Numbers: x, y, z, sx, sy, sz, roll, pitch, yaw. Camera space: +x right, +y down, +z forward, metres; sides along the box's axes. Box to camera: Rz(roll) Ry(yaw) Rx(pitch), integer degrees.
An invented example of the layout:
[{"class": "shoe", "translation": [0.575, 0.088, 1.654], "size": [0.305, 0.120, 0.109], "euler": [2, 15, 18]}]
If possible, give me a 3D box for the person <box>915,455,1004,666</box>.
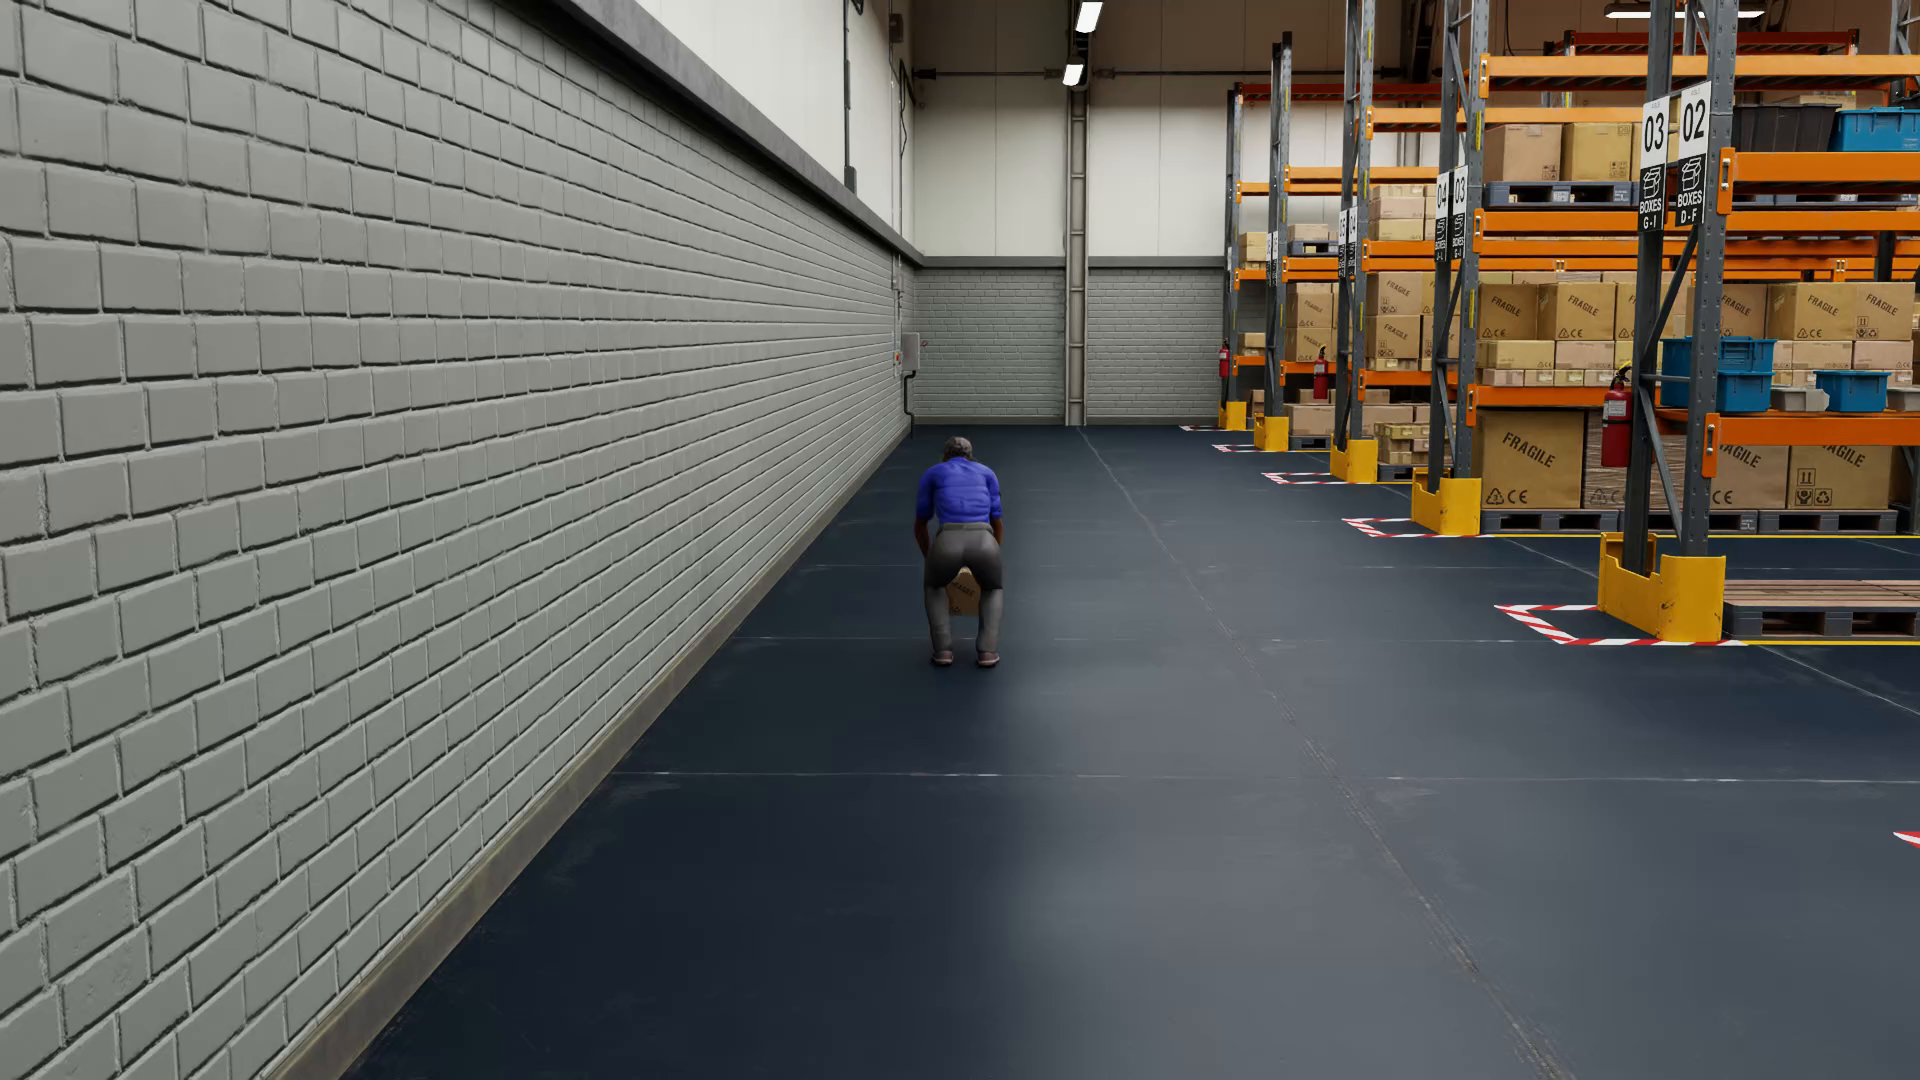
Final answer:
[{"class": "person", "translation": [-0.005, 0.113, 9.095], "size": [0.499, 1.117, 0.740], "euler": [0, 7, 1]}]
